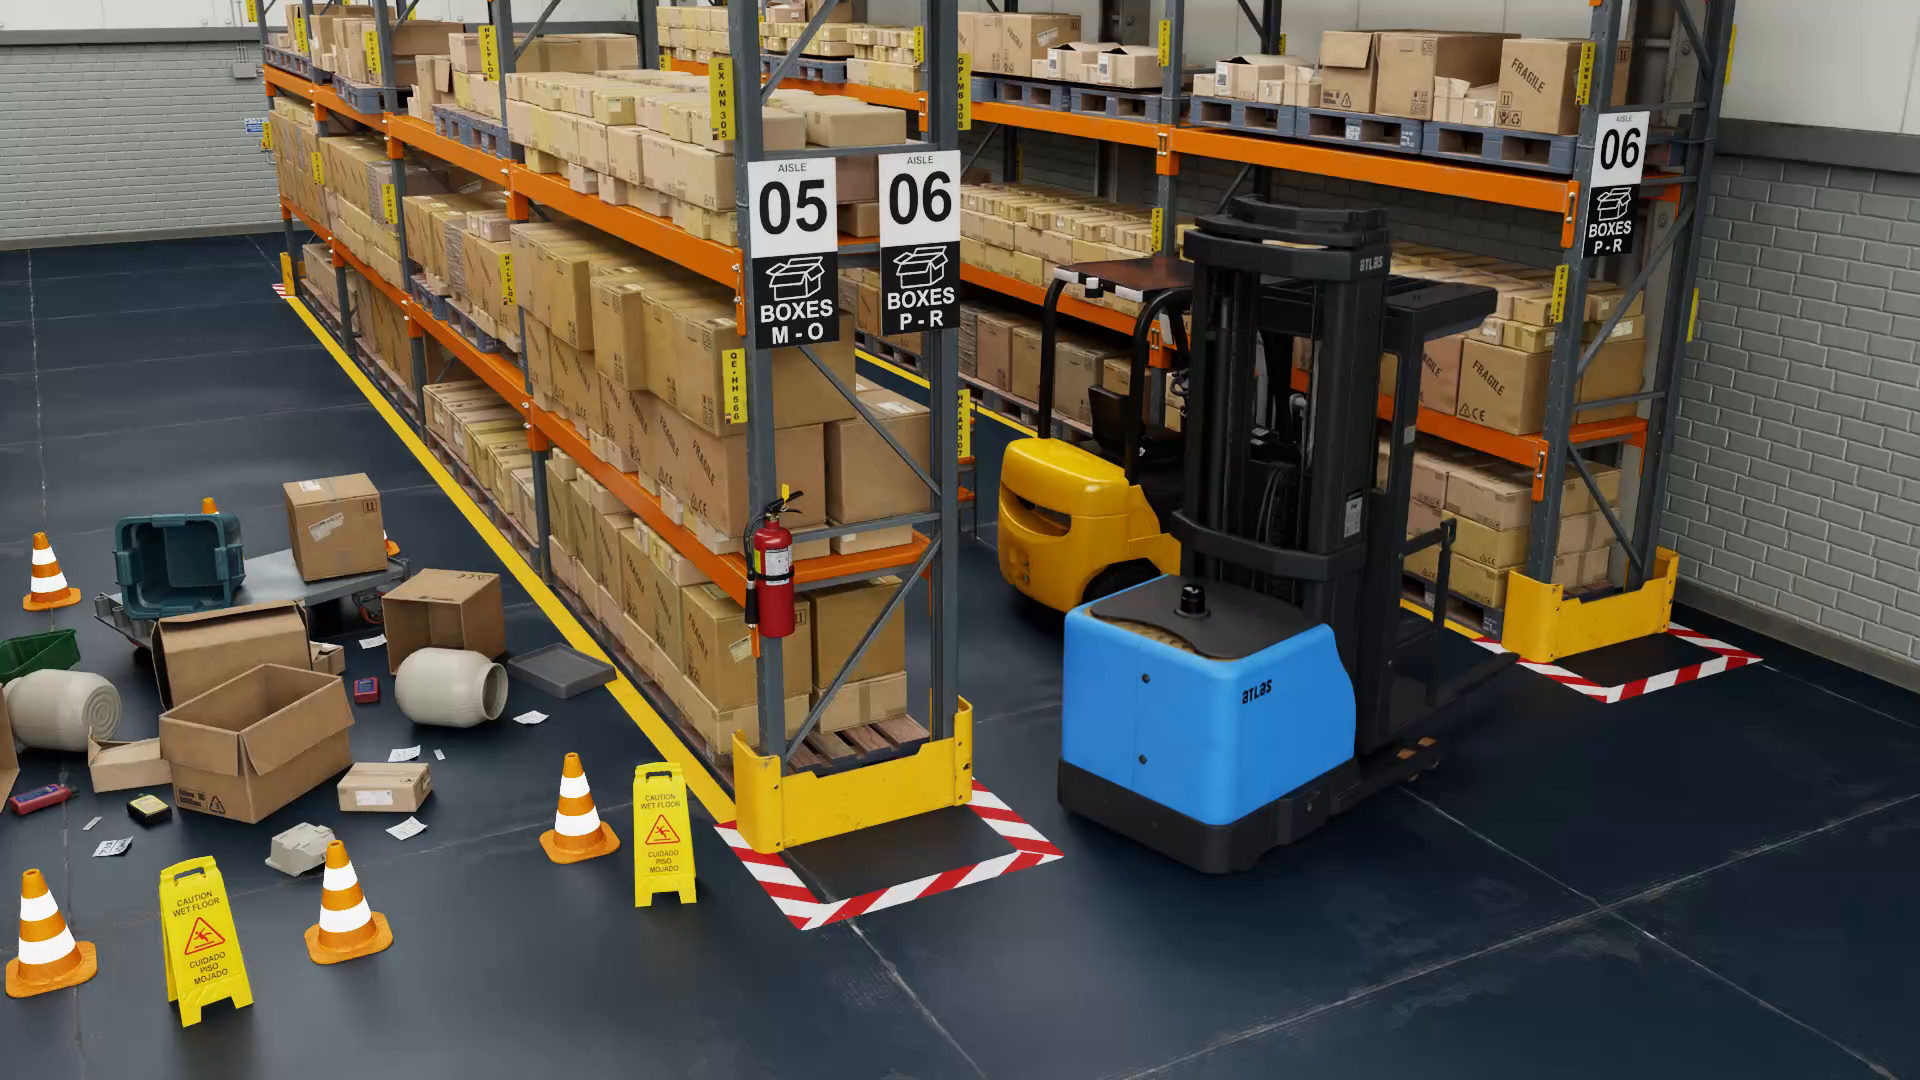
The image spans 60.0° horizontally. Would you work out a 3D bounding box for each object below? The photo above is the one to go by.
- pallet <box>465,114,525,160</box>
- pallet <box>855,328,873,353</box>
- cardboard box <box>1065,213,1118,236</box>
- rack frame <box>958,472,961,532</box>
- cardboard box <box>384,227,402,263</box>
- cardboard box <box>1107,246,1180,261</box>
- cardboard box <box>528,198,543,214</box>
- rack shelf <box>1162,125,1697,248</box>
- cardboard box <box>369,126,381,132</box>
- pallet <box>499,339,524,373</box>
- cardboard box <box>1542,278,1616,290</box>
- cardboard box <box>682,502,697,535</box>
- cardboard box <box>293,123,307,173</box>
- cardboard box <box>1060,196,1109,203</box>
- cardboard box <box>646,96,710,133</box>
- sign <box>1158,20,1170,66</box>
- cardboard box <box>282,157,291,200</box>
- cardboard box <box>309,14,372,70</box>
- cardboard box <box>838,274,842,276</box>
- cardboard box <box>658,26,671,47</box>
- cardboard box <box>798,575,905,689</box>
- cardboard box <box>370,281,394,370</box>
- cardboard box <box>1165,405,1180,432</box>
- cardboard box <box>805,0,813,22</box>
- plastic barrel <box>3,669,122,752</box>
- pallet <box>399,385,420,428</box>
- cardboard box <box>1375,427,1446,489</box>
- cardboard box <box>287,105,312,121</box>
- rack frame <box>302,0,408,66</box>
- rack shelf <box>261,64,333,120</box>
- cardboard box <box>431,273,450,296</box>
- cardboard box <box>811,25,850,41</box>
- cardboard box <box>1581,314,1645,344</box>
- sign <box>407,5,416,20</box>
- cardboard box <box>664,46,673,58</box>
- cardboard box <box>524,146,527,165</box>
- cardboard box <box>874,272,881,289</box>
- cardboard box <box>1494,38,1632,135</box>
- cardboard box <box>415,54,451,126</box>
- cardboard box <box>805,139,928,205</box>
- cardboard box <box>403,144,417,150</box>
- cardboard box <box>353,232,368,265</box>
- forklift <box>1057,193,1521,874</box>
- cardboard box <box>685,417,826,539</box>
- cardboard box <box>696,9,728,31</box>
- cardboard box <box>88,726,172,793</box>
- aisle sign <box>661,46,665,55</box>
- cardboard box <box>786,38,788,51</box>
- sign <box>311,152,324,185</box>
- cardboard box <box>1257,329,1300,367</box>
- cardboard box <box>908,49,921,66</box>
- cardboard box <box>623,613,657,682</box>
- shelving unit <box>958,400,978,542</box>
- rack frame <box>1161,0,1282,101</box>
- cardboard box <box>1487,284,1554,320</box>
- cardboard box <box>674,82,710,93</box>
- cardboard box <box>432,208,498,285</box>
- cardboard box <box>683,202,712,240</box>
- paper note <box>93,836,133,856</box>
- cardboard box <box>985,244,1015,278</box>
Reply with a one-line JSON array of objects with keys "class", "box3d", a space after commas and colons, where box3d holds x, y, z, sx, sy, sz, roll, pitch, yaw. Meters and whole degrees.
[{"class": "pallet", "box3d": [-2.575, -2.719, 11.102, 1.213, 0.211, 1.003, -10, 21, -27]}, {"class": "pallet", "box3d": [-0.805, -2.366, 18.665, 1.003, 0.211, 1.213, -10, 21, -27]}, {"class": "cardboard box", "box3d": [1.114, -2.673, 14.132, 0.380, 0.149, 0.250, -11, 22, -28]}, {"class": "rack frame", "box3d": [-0.083, -0.547, 12.106, 0.200, 1.050, 0.008, -10, 21, -27]}, {"class": "cardboard box", "box3d": [-4.728, -2.610, 14.559, 0.500, 0.250, 0.500, -10, 21, -27]}, {"class": "cardboard box", "box3d": [1.533, -2.233, 13.467, 0.500, 0.250, 0.500, -10, 22, -28]}, {"class": "cardboard box", "box3d": [-3.250, -2.611, 12.853, 0.380, 0.149, 0.250, -11, 22, -29]}, {"class": "rack shelf", "box3d": [2.941, -2.470, 11.195, 1.077, 0.370, 4.000, -10, 21, -27]}, {"class": "cardboard box", "box3d": [-6.096, -4.450, 17.749, 0.380, 0.149, 0.250, -10, 22, -27]}, {"class": "pallet", "box3d": [-2.610, -1.347, 11.732, 1.003, 0.211, 1.213, -10, 21, -27]}, {"class": "cardboard box", "box3d": [3.848, -1.528, 10.357, 0.380, 0.149, 0.250, -9, 21, -25]}, {"class": "cardboard box", "box3d": [-1.163, -0.136, 8.311, 0.380, 0.149, 0.250, -10, 22, -28]}, {"class": "cardboard box", "box3d": [-7.125, -4.397, 18.589, 0.500, 0.500, 0.500, -10, 21, -26]}, {"class": "cardboard box", "box3d": [1.142, -3.059, 15.251, 0.380, 0.149, 0.250, -10, 22, -28]}, {"class": "cardboard box", "box3d": [-1.307, -2.078, 8.119, 0.380, 0.149, 0.250, -10, 21, -27]}, {"class": "sign", "box3d": [1.518, -3.690, 12.354, 0.100, 0.325, 0.005, -10, 21, -27]}, {"class": "cardboard box", "box3d": [-7.834, -4.365, 20.030, 0.500, 0.500, 0.500, -10, 22, -27]}, {"class": "cardboard box", "box3d": [-6.011, -4.858, 16.217, 0.500, 0.500, 0.500, -10, 22, -28]}, {"class": "cardboard box", "box3d": [-1.281, -2.810, 18.866, 0.500, 0.500, 0.500, -11, 22, -28]}, {"class": "cardboard box", "box3d": [-3.737, -6.729, 22.208, 0.500, 0.250, 0.500, -10, 22, -27]}, {"class": "cardboard box", "box3d": [-0.627, 0.418, 8.744, 0.500, 0.500, 0.500, -11, 22, -28]}, {"class": "cardboard box", "box3d": [-5.374, -2.263, 16.705, 0.875, 0.875, 0.875, -9, 21, -25]}, {"class": "cardboard box", "box3d": [1.949, -0.914, 12.988, 0.500, 0.250, 0.500, -10, 21, -27]}, {"class": "cardboard box", "box3d": [-1.602, -6.067, 19.013, 0.396, 0.266, 0.258, -10, 22, -27]}, {"class": "plastic barrel", "box3d": [-4.795, 0.906, 8.858, 0.512, 0.421, 0.421, 4, 19, 11]}, {"class": "pallet", "box3d": [-4.583, -1.264, 15.472, 1.003, 0.211, 1.213, -10, 21, -27]}, {"class": "cardboard box", "box3d": [2.902, -0.562, 11.200, 0.500, 0.250, 0.500, -10, 21, -26]}, {"class": "cardboard box", "box3d": [-7.449, -4.871, 18.968, 0.380, 0.149, 0.250, -11, 22, -28]}, {"class": "rack frame", "box3d": [-6.174, -6.329, 16.676, 1.000, 3.000, 0.127, -10, 21, -27]}, {"class": "rack shelf", "box3d": [-7.124, -5.145, 18.947, 1.077, 0.370, 4.000, -10, 21, -27]}, {"class": "cardboard box", "box3d": [-3.978, -2.048, 13.209, 0.380, 0.149, 0.250, -10, 21, -26]}, {"class": "cardboard box", "box3d": [-1.379, -5.435, 17.818, 0.380, 0.149, 0.250, -10, 21, -26]}, {"class": "cardboard box", "box3d": [3.958, -1.309, 10.179, 0.380, 0.149, 0.250, -11, 22, -28]}, {"class": "sign", "box3d": [-5.701, -5.391, 17.281, 0.100, 0.325, 0.005, -10, 21, -27]}, {"class": "cardboard box", "box3d": [-3.760, -6.583, 22.396, 0.380, 0.149, 0.250, -9, 21, -26]}, {"class": "cardboard box", "box3d": [-2.444, -2.367, 10.178, 0.380, 0.149, 0.250, -10, 22, -27]}, {"class": "cardboard box", "box3d": [-0.694, -2.779, 17.781, 0.380, 0.149, 0.250, -9, 21, -25]}, {"class": "cardboard box", "box3d": [3.466, -2.618, 9.571, 0.500, 0.500, 0.500, -9, 21, -25]}, {"class": "cardboard box", "box3d": [-3.833, -3.536, 13.028, 0.700, 0.500, 0.500, -10, 21, -27]}, {"class": "cardboard box", "box3d": [-0.480, -1.721, 7.696, 0.500, 0.250, 0.500, -10, 22, -28]}, {"class": "cardboard box", "box3d": [-5.265, -3.627, 16.359, 0.500, 0.500, 0.500, -9, 21, -25]}, {"class": "cardboard box", "box3d": [-5.492, -2.812, 15.911, 0.500, 0.250, 0.500, -10, 22, -28]}, {"class": "forklift", "box3d": [1.892, -0.255, 8.376, 3.031, 2.935, 1.130, -17, 26, -41]}, {"class": "cardboard box", "box3d": [-0.976, -0.349, 7.935, 0.500, 0.500, 0.500, -10, 22, -28]}, {"class": "cardboard box", "box3d": [-2.991, -6.533, 20.874, 0.500, 0.250, 0.500, -9, 21, -25]}, {"class": "cardboard box", "box3d": [-4.247, 1.100, 8.536, 0.396, 0.266, 0.258, -6, 20, -17]}, {"class": "aisle sign", "box3d": [-3.998, -6.614, 22.714, 0.394, 0.787, 0.004, -10, 21, -27]}, {"class": "cardboard box", "box3d": [-1.717, -5.523, 18.528, 0.380, 0.149, 0.250, -10, 21, -26]}, {"class": "sign", "box3d": [-6.662, -3.853, 17.250, 0.100, 0.325, 0.005, -10, 21, -27]}, {"class": "cardboard box", "box3d": [2.476, -1.553, 11.881, 0.500, 0.500, 0.500, -10, 22, -27]}, {"class": "cardboard box", "box3d": [-0.288, -4.714, 16.215, 0.380, 0.149, 0.250, -9, 21, -26]}, {"class": "cardboard box", "box3d": [-1.589, 0.564, 9.471, 0.500, 0.250, 0.500, -11, 22, -29]}, {"class": "shelving unit", "box3d": [-0.025, -0.512, 12.005, 0.215, 1.050, 0.252, -10, 21, -27]}, {"class": "rack frame", "box3d": [1.991, -4.802, 12.252, 1.000, 3.000, 0.127, -10, 21, -27]}, {"class": "cardboard box", "box3d": [3.391, -1.448, 10.127, 0.380, 0.149, 0.250, -10, 21, -27]}, {"class": "cardboard box", "box3d": [-1.357, -2.453, 9.206, 0.380, 0.149, 0.250, -10, 21, -26]}, {"class": "cardboard box", "box3d": [-3.753, -2.266, 12.846, 0.500, 0.500, 0.500, -10, 21, -26]}, {"class": "cardboard box", "box3d": [-1.038, -1.473, 7.587, 0.380, 0.149, 0.250, -10, 21, -26]}, {"class": "paper note", "box3d": [-4.015, 1.451, 7.882, 0.144, 0.017, 0.142, -3, 19, -8]}, {"class": "cardboard box", "box3d": [0.573, -2.586, 15.258, 0.500, 0.250, 0.500, -11, 22, -28]}]
